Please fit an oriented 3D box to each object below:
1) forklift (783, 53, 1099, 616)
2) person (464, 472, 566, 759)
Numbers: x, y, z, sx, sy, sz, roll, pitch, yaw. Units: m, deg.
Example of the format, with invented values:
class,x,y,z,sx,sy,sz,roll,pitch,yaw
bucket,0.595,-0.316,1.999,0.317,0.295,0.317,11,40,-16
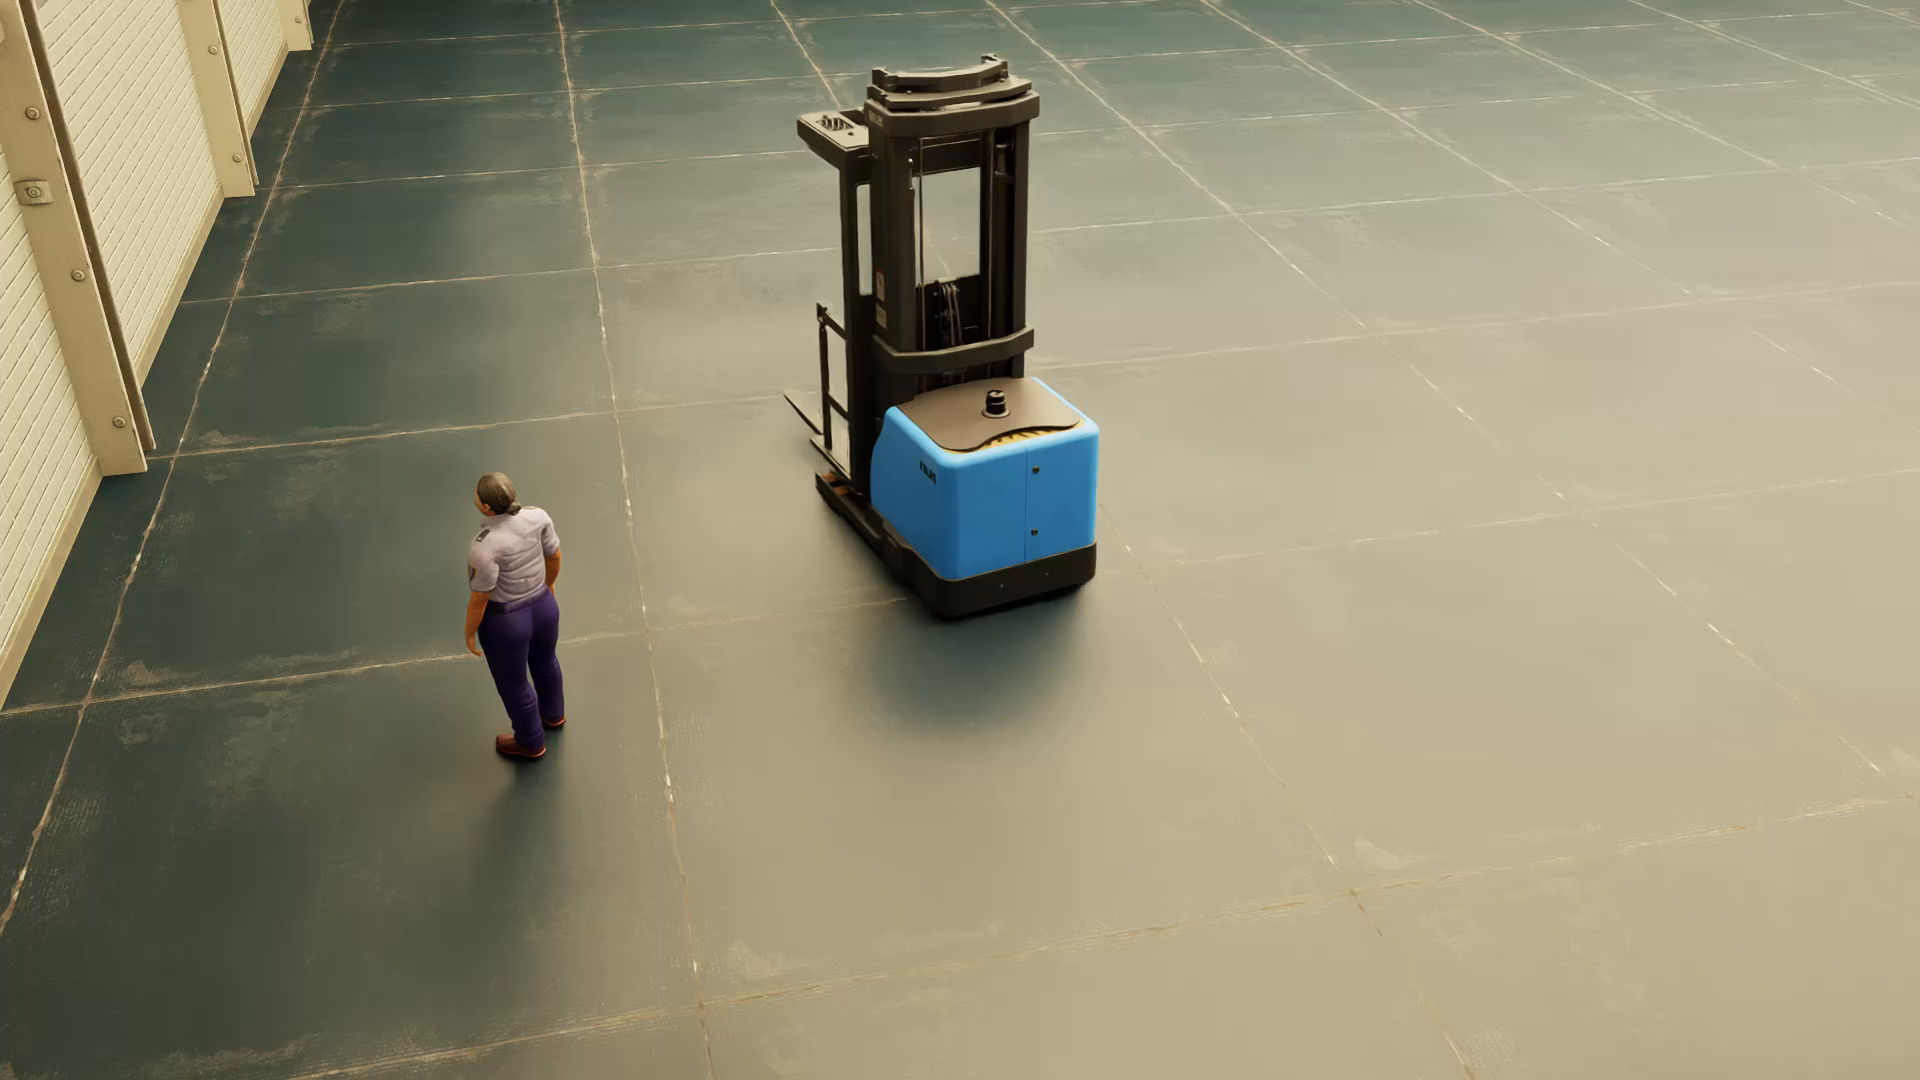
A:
class,x,y,z,sx,sy,sz,roll,pitch,yaw
forklift,-0.296,-1.545,10.243,1.130,2.935,3.031,-14,33,-23
person,-2.253,0.346,8.244,0.504,1.650,0.593,20,35,30
